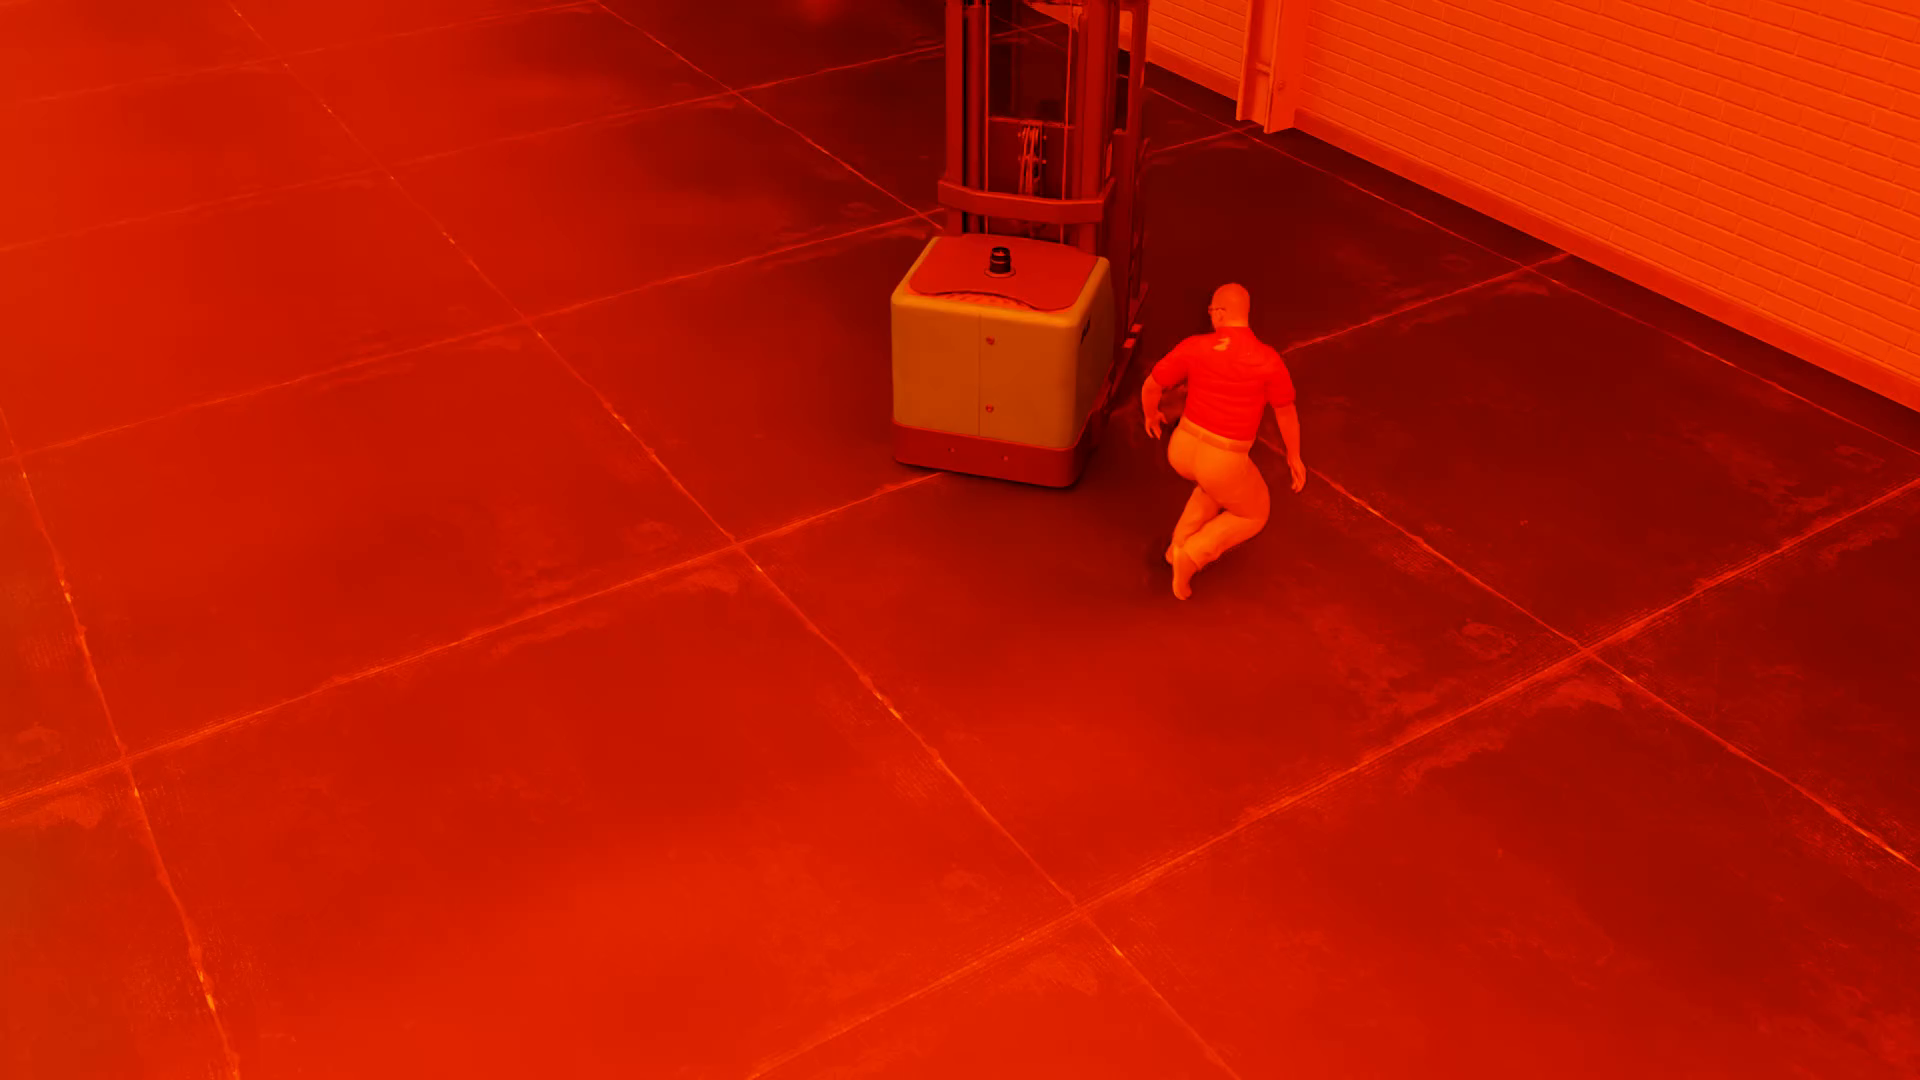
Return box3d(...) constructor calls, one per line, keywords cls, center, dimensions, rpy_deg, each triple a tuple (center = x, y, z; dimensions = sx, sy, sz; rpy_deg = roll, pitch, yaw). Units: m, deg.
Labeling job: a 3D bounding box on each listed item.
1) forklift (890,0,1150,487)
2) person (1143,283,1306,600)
box3d(cls="forklift", center=(0.528, -2.328, 9.461), dimensions=(1.130, 2.935, 3.031), rpy_deg=(10, 36, 13))
box3d(cls="person", center=(1.221, -0.455, 8.053), dimensions=(0.832, 1.528, 0.648), rpy_deg=(27, 43, 33))
